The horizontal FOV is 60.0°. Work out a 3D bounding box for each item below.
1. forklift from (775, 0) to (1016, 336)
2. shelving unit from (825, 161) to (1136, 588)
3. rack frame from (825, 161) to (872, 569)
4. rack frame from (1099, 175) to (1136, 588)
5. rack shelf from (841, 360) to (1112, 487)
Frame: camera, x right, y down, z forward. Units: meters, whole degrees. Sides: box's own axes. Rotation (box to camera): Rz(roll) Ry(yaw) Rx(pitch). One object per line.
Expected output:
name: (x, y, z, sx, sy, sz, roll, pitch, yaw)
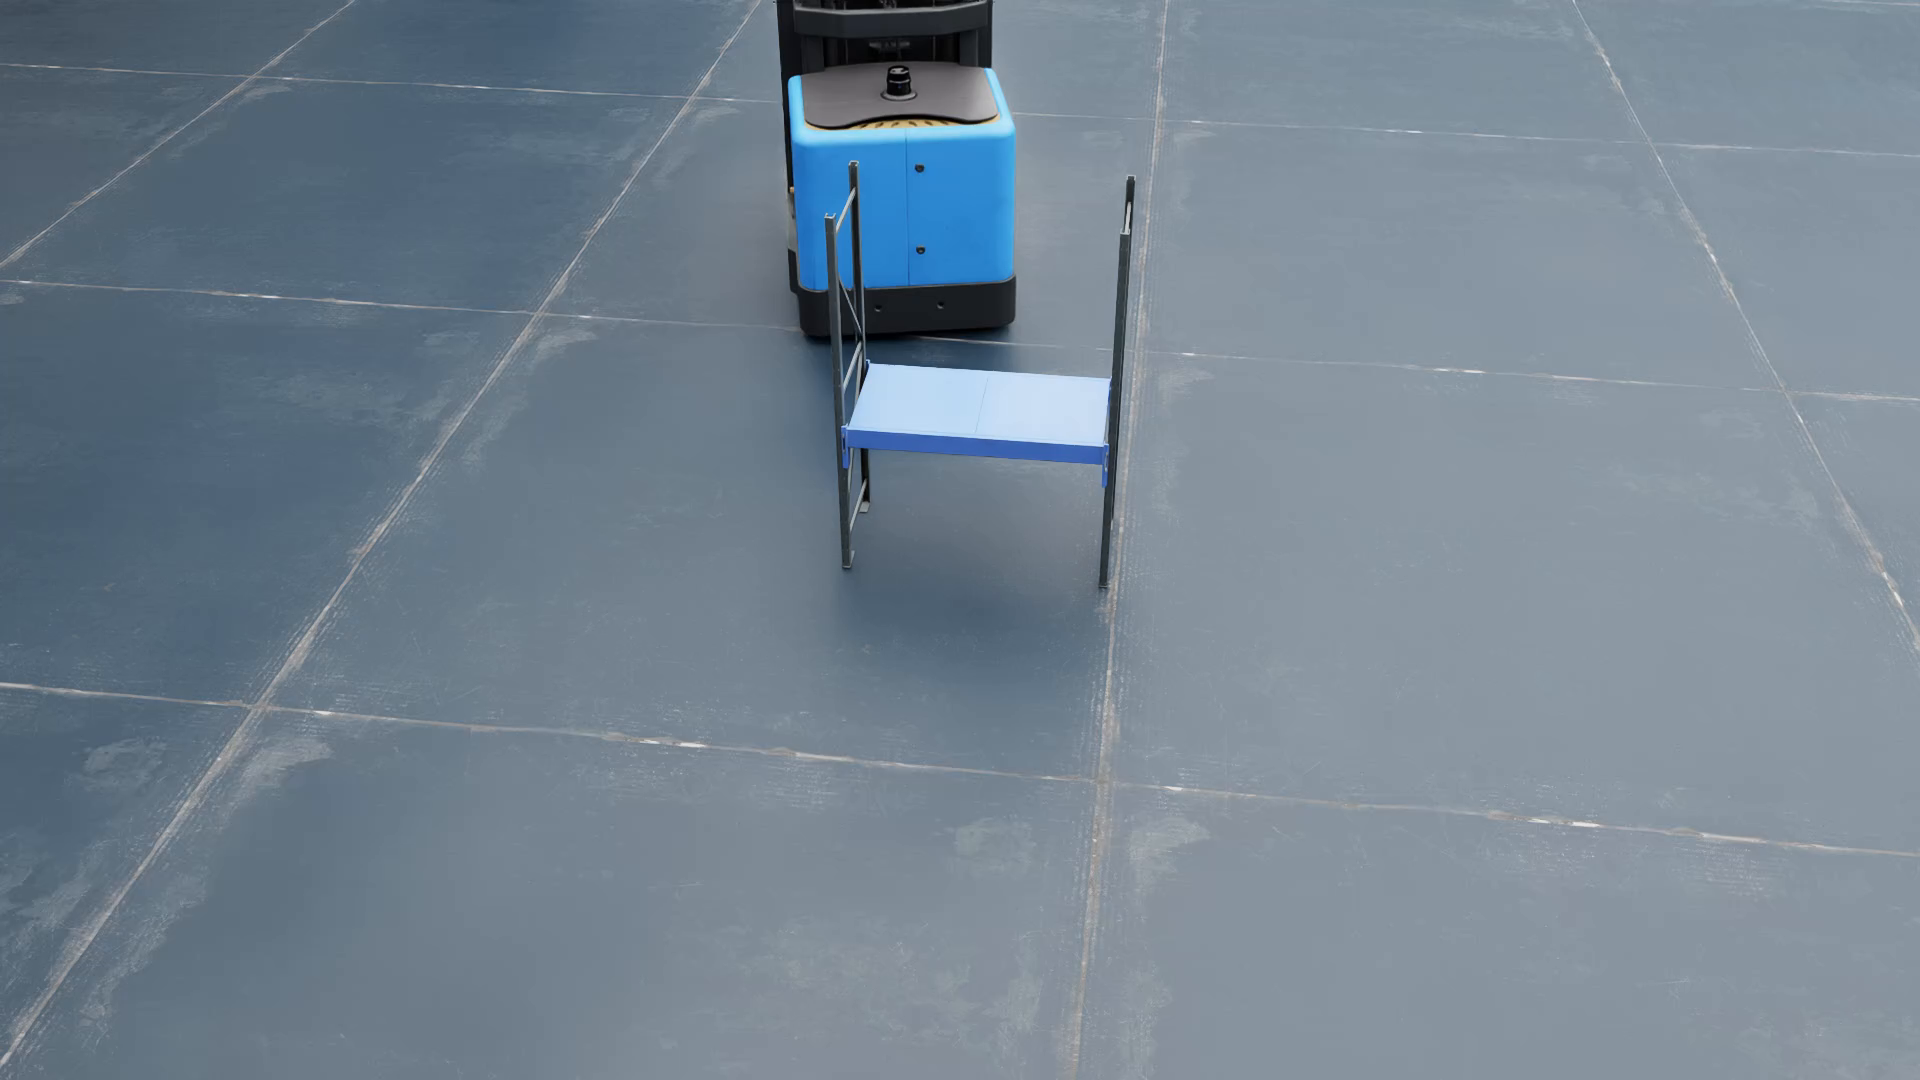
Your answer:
forklift: (-0.408, -3.016, 8.452, 1.130, 2.935, 3.031, -4, 36, -5)
shelving unit: (0.085, -0.604, 6.305, 1.048, 1.500, 0.538, 4, 36, 6)
rack frame: (-0.420, -0.642, 6.358, 0.032, 1.500, 0.500, 4, 36, 6)
rack frame: (0.589, -0.567, 6.253, 0.032, 1.500, 0.500, 4, 36, 6)
rack shelf: (0.085, -0.458, 6.410, 1.000, 0.185, 0.538, 4, 36, 6)
